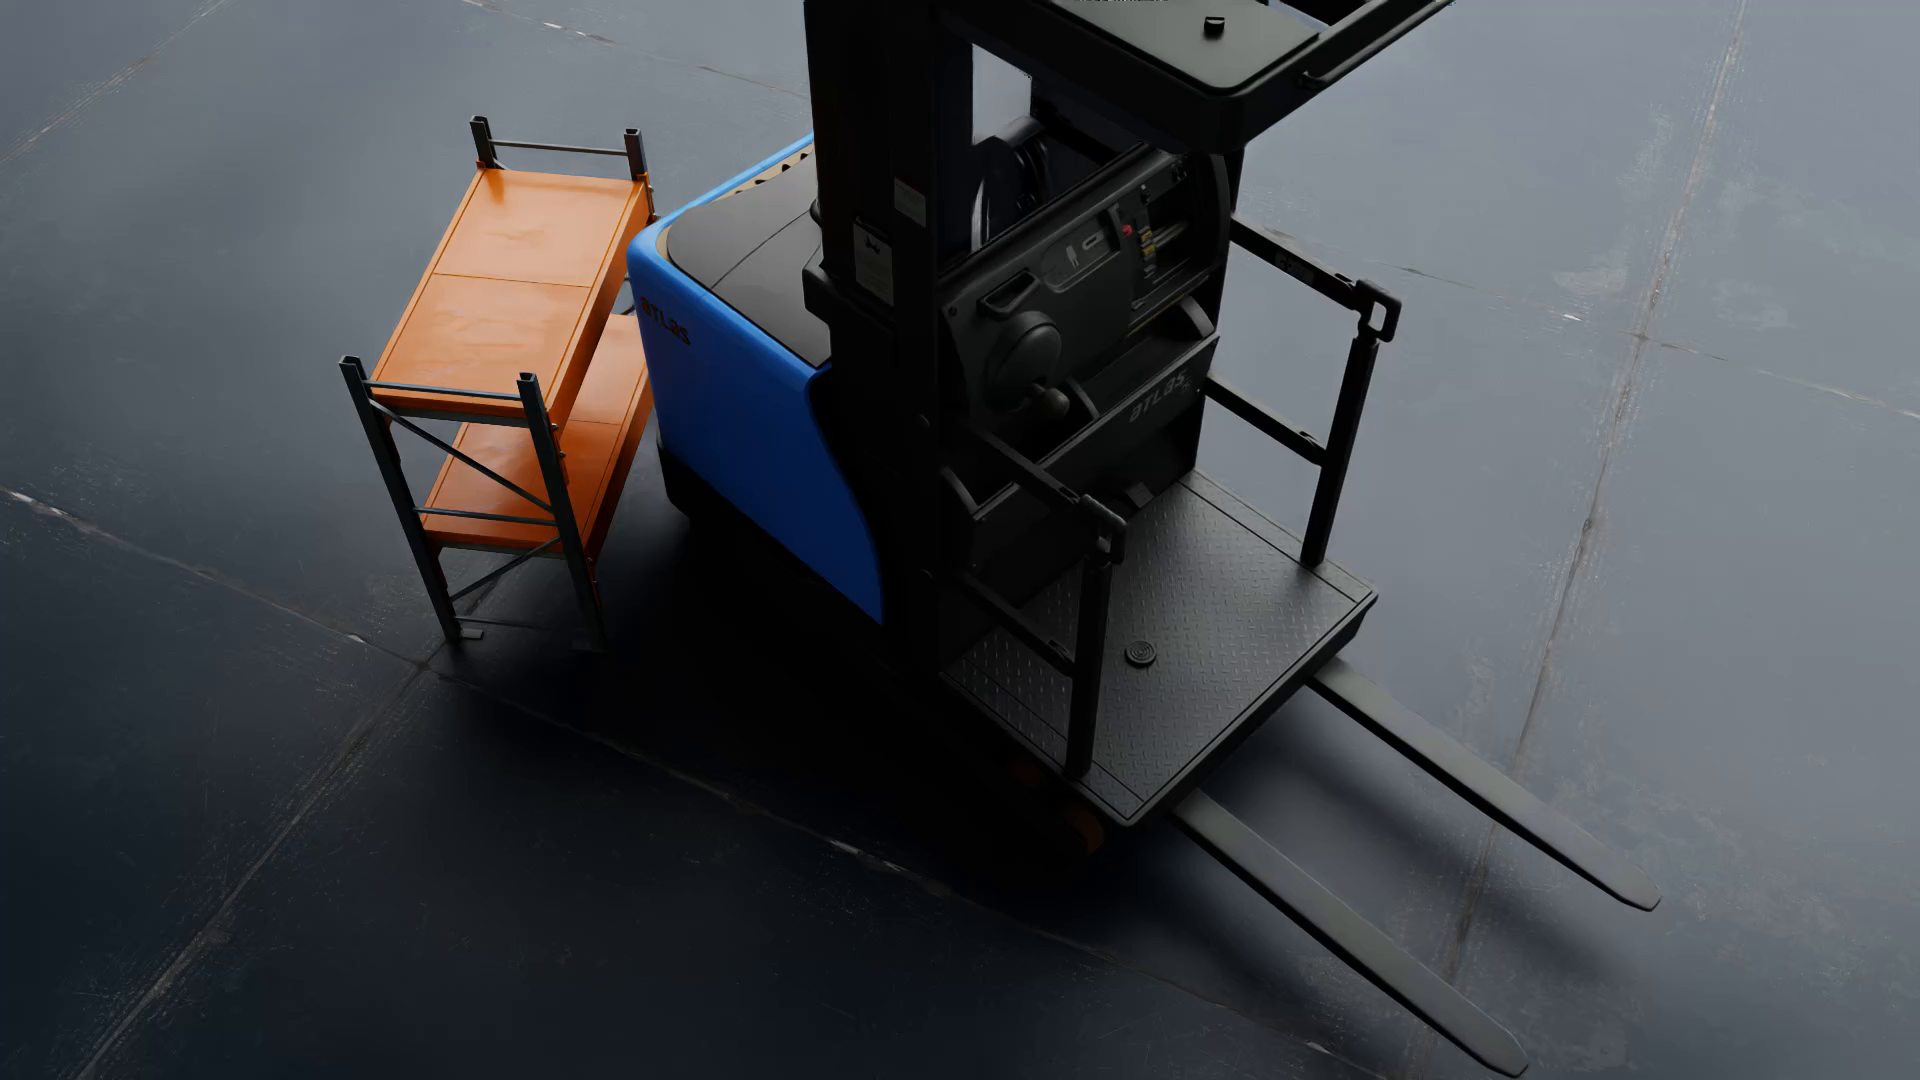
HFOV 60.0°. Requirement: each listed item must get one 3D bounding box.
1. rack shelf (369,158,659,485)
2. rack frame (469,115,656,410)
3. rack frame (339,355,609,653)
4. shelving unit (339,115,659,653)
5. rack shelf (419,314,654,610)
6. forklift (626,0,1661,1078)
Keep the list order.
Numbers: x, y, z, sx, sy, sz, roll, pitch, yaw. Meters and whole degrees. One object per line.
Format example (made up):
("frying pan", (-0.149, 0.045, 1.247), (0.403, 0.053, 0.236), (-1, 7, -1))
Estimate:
("rack shelf", (-1.234, -0.636, 4.669), (0.538, 0.278, 1.000), (6, 50, 5))
("rack frame", (-1.168, -0.830, 5.218), (0.500, 1.125, 0.032), (6, 50, 5))
("rack frame", (-1.301, -0.063, 4.565), (0.500, 1.125, 0.032), (6, 50, 5))
("shelving unit", (-1.234, -0.447, 4.891), (0.538, 1.125, 1.048), (6, 50, 5))
("rack shelf", (-1.234, -0.288, 5.078), (0.538, 0.278, 1.000), (6, 50, 5))
("forklift", (0.464, -0.540, 3.785), (3.031, 2.935, 1.130), (37, 59, 27))
